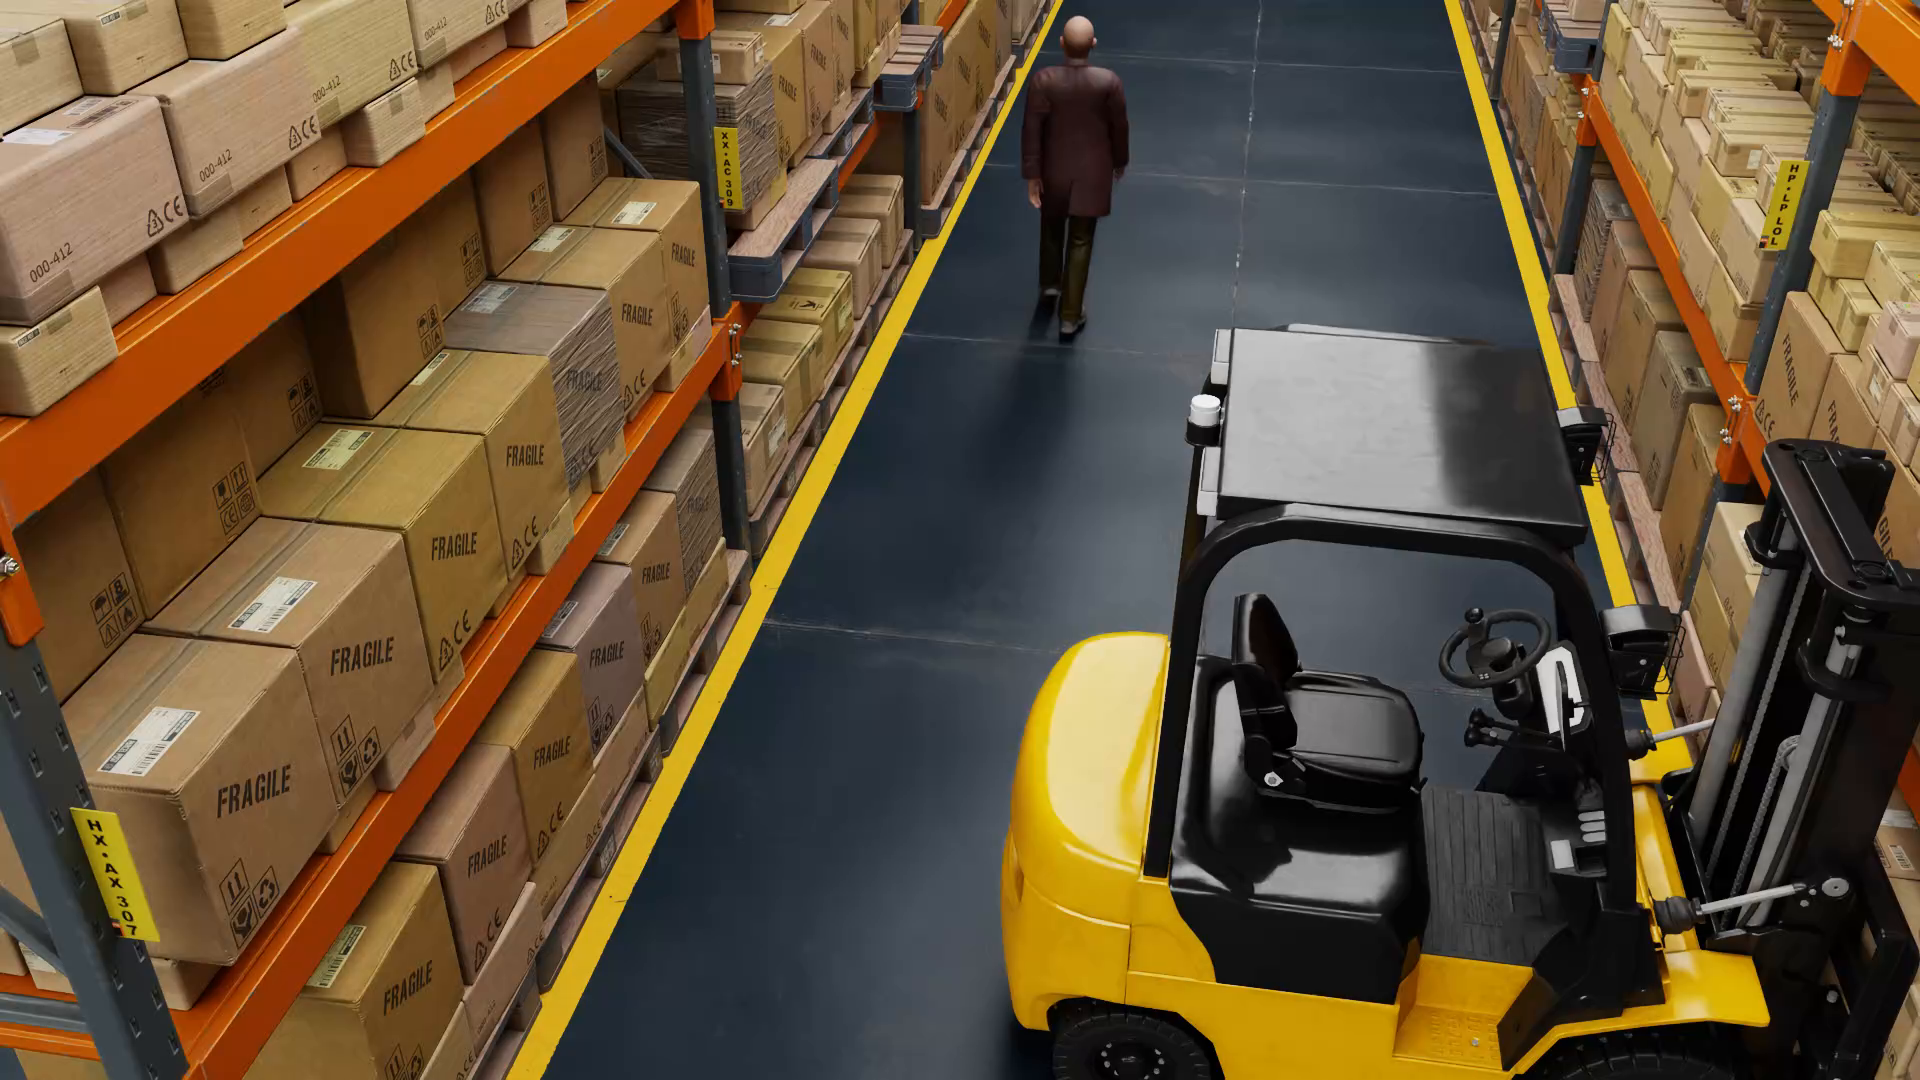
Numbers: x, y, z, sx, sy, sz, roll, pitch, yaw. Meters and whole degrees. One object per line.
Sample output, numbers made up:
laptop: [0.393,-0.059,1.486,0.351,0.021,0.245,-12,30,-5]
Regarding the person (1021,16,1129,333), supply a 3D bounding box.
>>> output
person: [0.662,-2.094,9.522,0.596,1.825,0.811,4,32,7]
